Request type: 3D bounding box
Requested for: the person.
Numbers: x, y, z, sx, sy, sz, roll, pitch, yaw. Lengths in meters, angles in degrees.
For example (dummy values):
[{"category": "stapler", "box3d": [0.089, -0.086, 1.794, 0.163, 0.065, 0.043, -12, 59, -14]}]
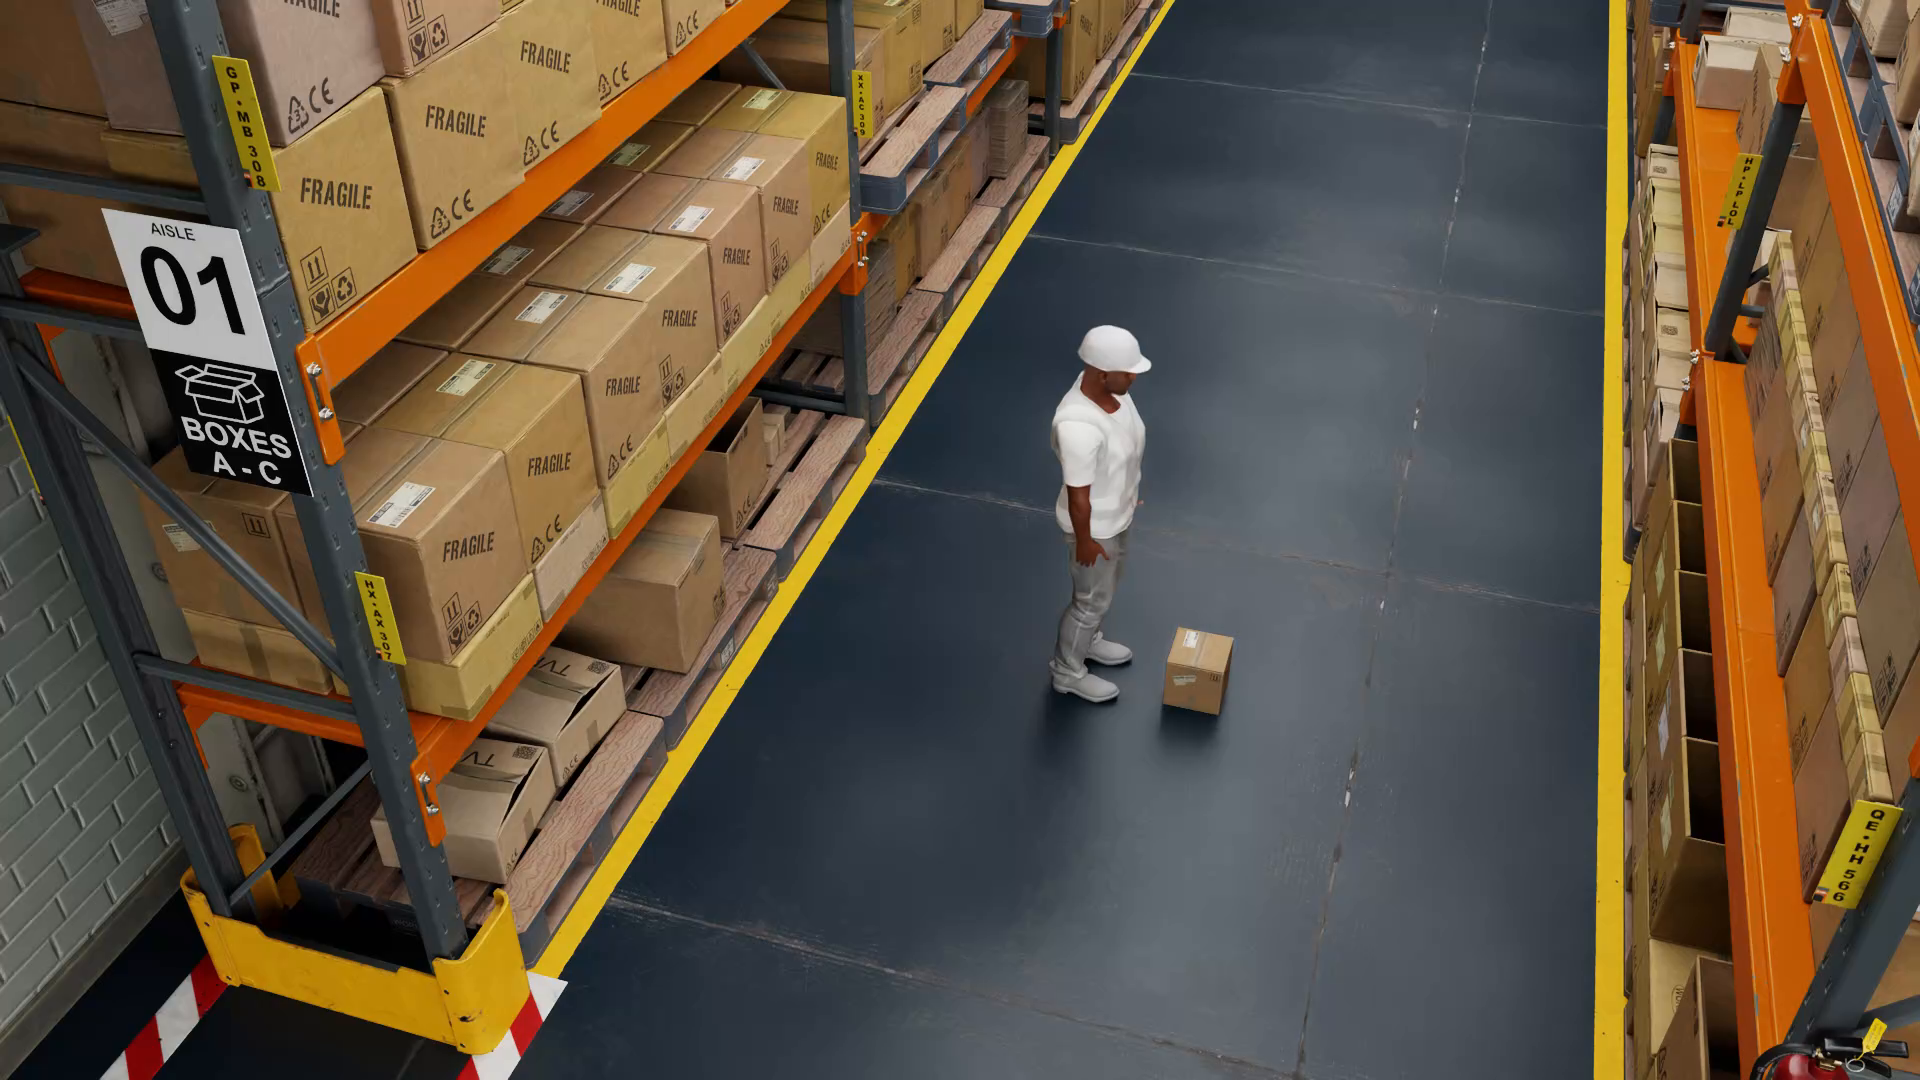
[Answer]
[{"category": "person", "box3d": [0.584, -0.123, 7.039, 0.362, 1.760, 0.566, 11, 38, 15]}]
